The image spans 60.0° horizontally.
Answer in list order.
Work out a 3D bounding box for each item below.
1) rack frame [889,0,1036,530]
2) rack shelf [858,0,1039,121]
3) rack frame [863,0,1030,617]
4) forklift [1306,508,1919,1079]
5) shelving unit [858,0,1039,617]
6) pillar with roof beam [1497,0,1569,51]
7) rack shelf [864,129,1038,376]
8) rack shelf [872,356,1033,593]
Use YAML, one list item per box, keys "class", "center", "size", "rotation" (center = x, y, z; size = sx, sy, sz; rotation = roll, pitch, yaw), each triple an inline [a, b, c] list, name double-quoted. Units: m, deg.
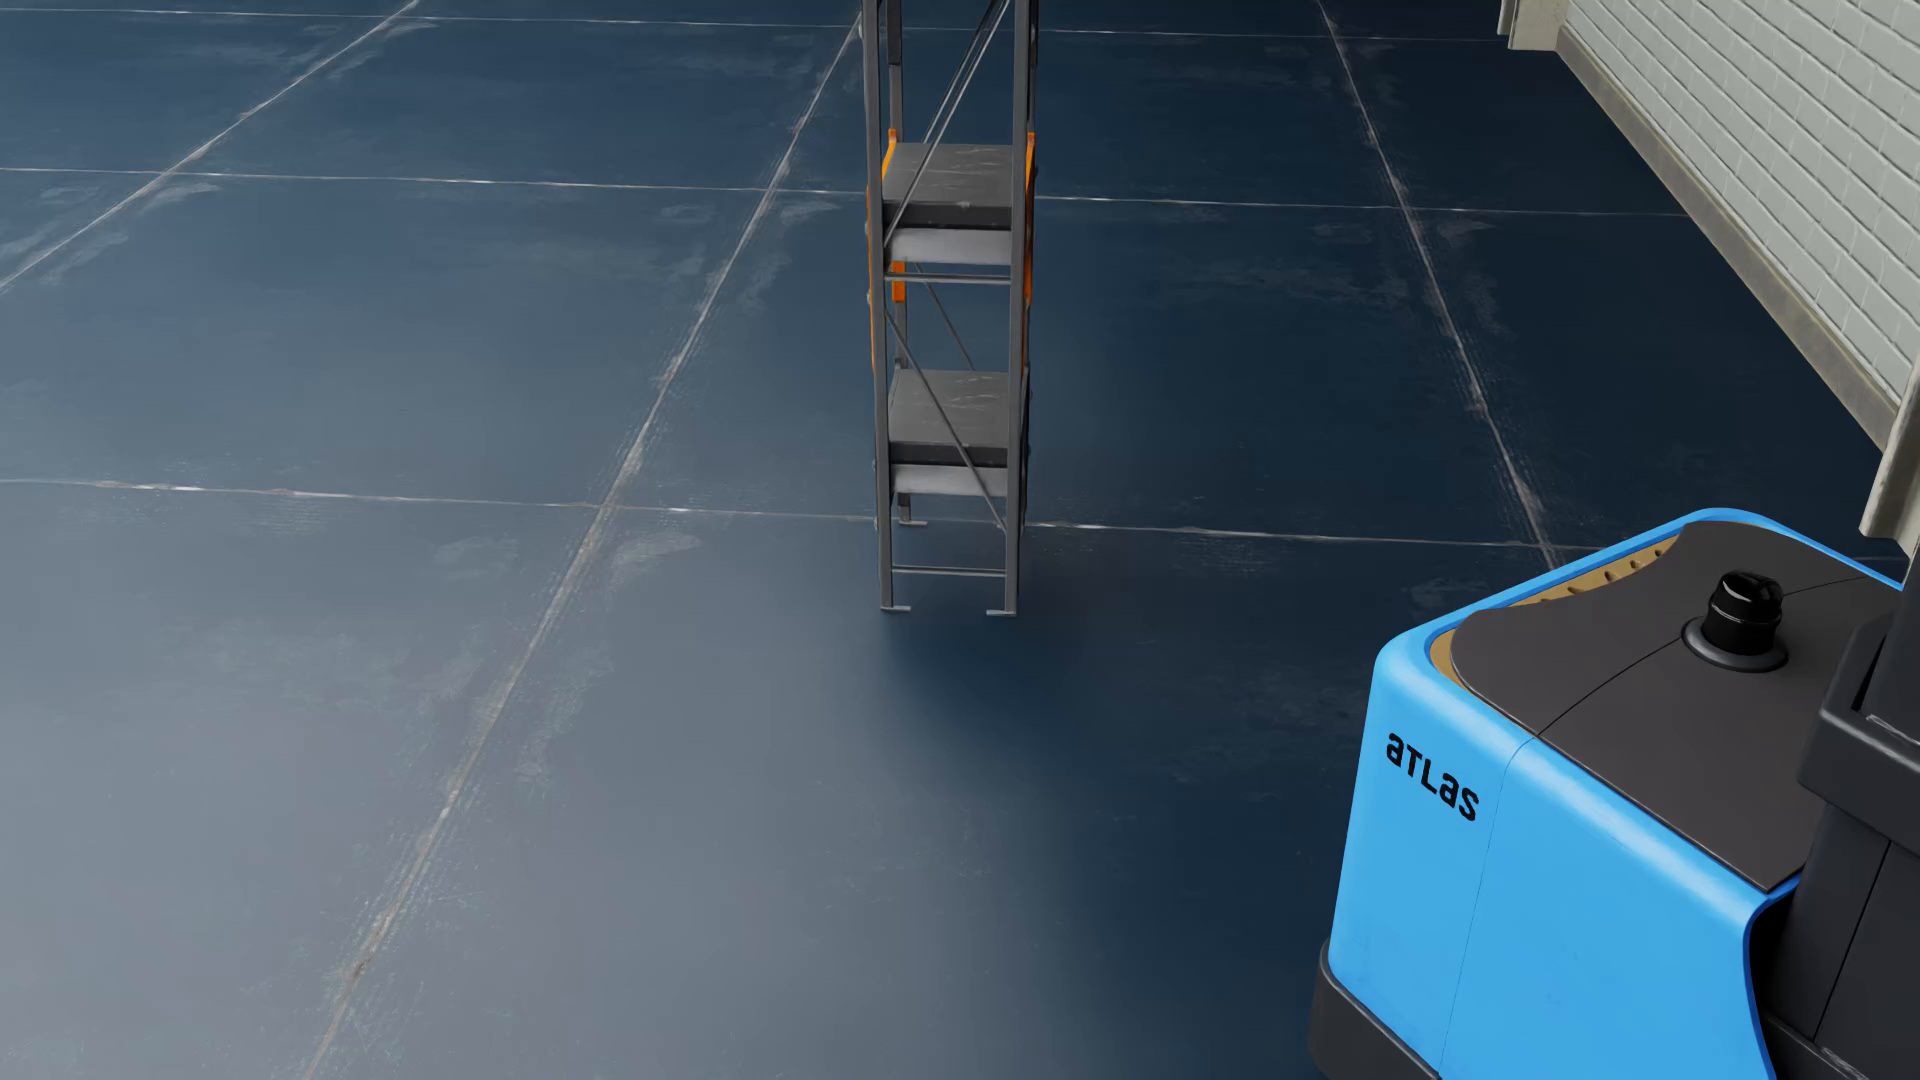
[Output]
- class: "rack frame"
  center: [0.006, -0.935, 4.766]
  size: [0.400, 2.100, 0.015]
  rotation: [2, 32, 4]
- class: "rack shelf"
  center: [-0.013, -1.392, 4.199]
  size: [0.431, 0.518, 0.480]
  rotation: [2, 32, 4]
- class: "rack frame"
  center: [-0.033, -0.680, 4.352]
  size: [0.400, 2.100, 0.015]
  rotation: [2, 32, 4]
- class: "forklift"
  center: [1.919, 0.369, 1.857]
  size: [1.130, 2.935, 3.031]
  rotation: [-18, 36, -27]
- class: "shelving unit"
  center: [-0.013, -0.807, 4.559]
  size: [0.431, 2.100, 0.503]
  rotation: [2, 32, 4]
- class: "pillar with roof beam"
  center: [-0.794, -7.083, 8.166]
  size: [9.100, 9.000, 0.400]
  rotation: [2, 32, 4]
- class: "rack shelf"
  center: [-0.013, -0.796, 4.566]
  size: [0.431, 0.518, 0.480]
  rotation: [2, 32, 4]
- class: "rack shelf"
  center: [-0.013, -0.200, 4.933]
  size: [0.431, 0.518, 0.480]
  rotation: [2, 32, 4]
